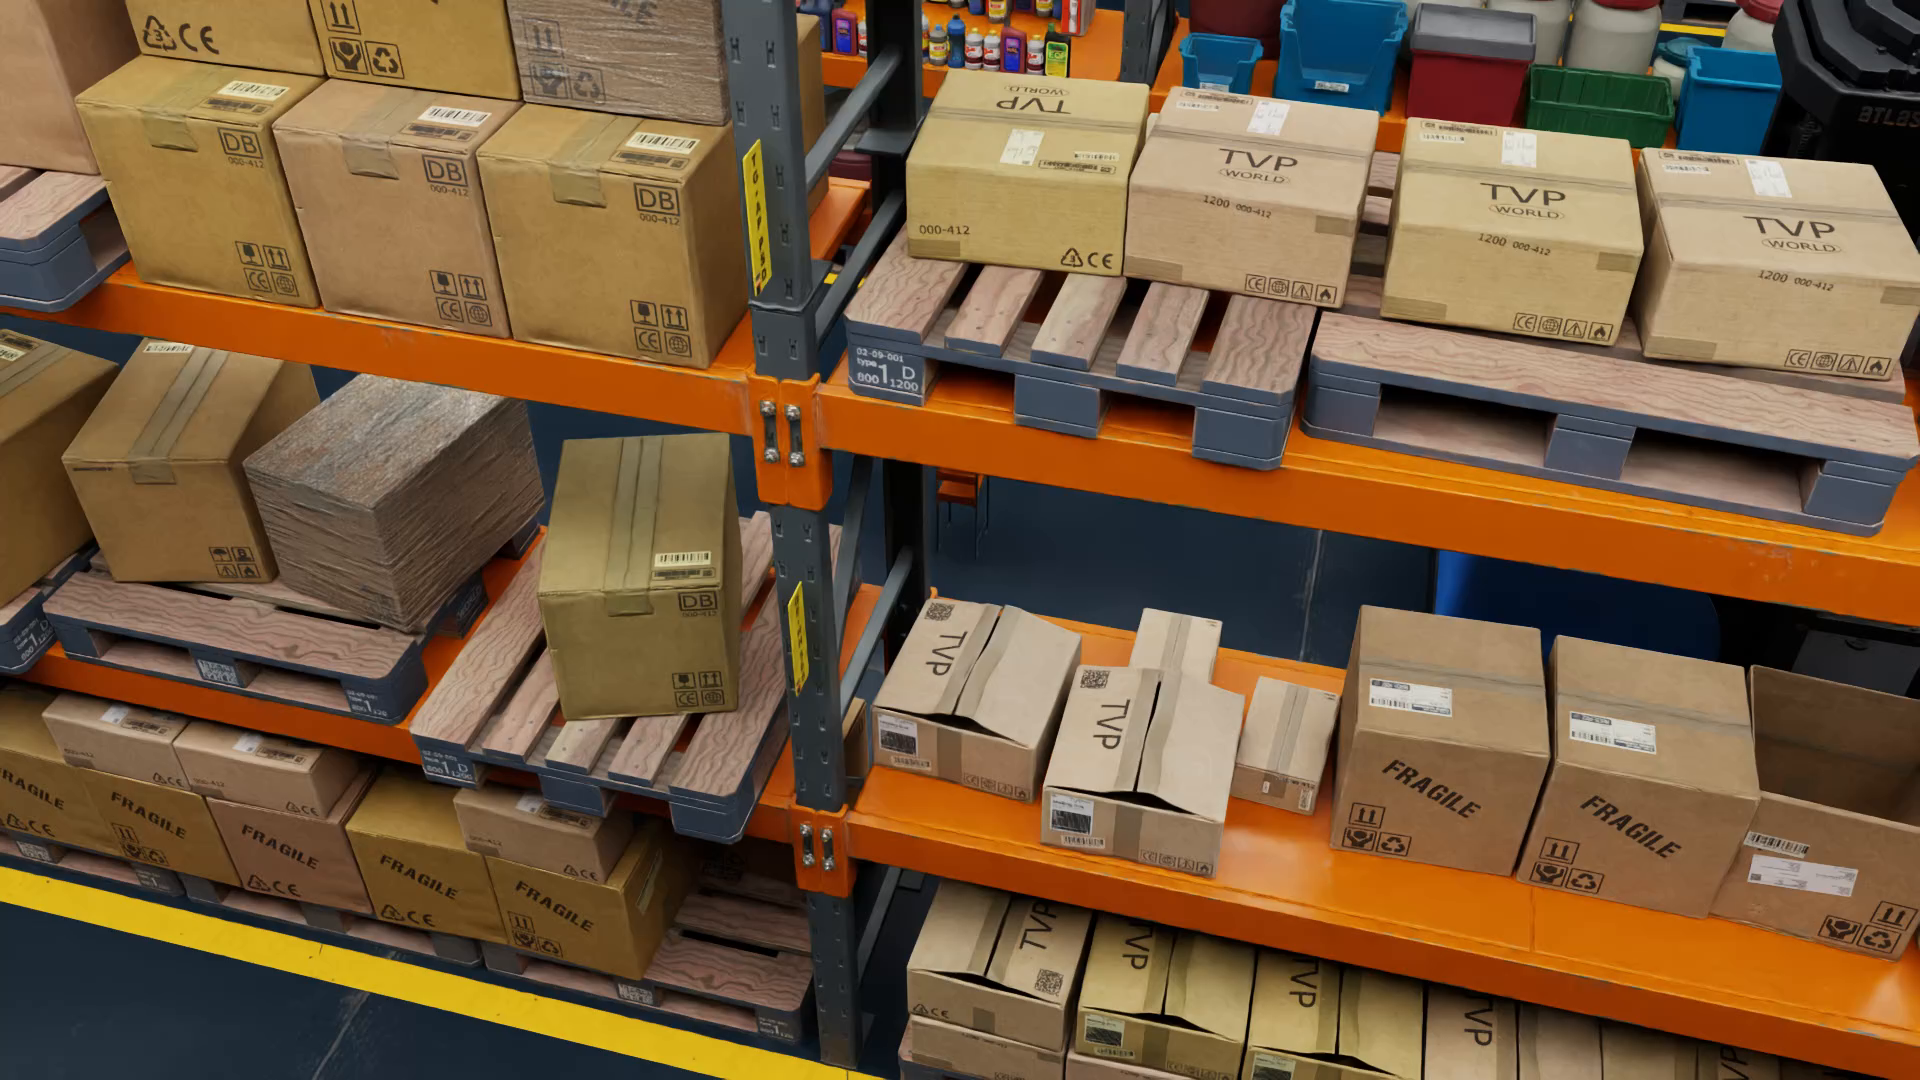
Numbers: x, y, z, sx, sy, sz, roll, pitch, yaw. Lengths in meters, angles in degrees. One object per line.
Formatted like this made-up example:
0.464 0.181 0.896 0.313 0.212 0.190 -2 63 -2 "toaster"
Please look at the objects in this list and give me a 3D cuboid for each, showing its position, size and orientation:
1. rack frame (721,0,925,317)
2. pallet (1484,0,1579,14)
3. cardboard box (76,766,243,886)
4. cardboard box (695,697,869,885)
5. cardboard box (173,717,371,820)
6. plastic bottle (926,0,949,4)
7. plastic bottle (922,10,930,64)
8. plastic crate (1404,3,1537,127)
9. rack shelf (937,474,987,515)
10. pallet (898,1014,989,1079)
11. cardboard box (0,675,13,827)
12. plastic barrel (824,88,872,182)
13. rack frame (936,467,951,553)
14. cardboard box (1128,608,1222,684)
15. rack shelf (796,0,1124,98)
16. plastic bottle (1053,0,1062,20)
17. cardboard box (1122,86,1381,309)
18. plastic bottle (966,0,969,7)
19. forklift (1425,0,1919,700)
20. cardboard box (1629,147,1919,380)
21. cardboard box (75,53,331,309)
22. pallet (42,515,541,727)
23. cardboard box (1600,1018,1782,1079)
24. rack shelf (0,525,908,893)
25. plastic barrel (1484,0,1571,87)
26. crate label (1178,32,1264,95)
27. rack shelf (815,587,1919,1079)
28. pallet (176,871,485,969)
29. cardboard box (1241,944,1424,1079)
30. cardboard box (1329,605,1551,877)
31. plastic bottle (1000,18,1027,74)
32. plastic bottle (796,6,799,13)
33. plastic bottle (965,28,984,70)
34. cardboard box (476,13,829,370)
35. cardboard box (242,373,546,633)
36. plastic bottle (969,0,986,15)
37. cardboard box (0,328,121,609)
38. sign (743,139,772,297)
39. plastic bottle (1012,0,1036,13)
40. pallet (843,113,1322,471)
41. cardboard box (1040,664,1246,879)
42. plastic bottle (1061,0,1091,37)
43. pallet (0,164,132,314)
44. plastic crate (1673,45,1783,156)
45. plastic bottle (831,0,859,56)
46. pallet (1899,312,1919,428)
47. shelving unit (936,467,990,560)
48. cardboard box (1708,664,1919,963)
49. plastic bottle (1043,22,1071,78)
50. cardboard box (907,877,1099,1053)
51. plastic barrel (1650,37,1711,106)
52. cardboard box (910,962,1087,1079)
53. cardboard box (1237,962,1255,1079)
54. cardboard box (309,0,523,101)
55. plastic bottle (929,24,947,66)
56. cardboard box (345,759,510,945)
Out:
-0.284 -1.966 3.119 0.127 3.000 1.000 10 41 11 "rack frame"
4.209 -4.420 12.874 1.213 0.211 1.003 10 41 11 "pallet"
-2.745 0.856 6.025 0.500 0.500 0.500 10 41 12 "cardboard box"
-0.650 0.866 6.012 0.500 0.500 0.500 11 41 13 "cardboard box"
-2.293 0.649 5.688 0.500 0.250 0.500 9 41 11 "cardboard box"
-0.122 -3.140 9.271 0.133 0.283 0.061 10 41 11 "plastic bottle"
-0.207 -2.632 8.677 0.097 0.271 0.097 0 40 0 "plastic bottle"
2.482 -2.312 8.145 0.583 0.464 0.402 10 41 11 "plastic crate"
0.014 -0.239 7.569 0.180 0.103 0.258 10 41 11 "rack shelf"
0.501 1.560 5.753 1.213 0.211 1.003 10 41 11 "pallet"
-3.744 0.686 6.226 0.500 0.500 0.500 8 41 9 "cardboard box"
-0.568 -2.242 9.660 0.708 0.588 0.600 10 41 11 "plastic barrel"
-0.074 -0.472 7.404 0.006 1.200 0.240 10 41 11 "rack frame"
0.656 0.405 5.155 0.250 0.149 0.380 10 41 11 "cardboard box"
-0.932 -2.803 9.339 4.000 0.370 1.077 10 41 11 "rack shelf"
0.560 -3.006 9.121 0.097 0.271 0.097 0 40 0 "plastic bottle"
0.680 -0.805 3.858 0.500 0.250 0.500 11 41 13 "cardboard box"
0.101 -3.101 9.226 0.133 0.283 0.061 10 41 11 "plastic bottle"
3.509 -0.518 6.112 3.031 2.935 1.130 10 41 11 "forklift"
1.749 -0.612 3.629 0.500 0.250 0.500 7 40 8 "cardboard box"
-1.710 -1.079 4.317 0.500 0.500 0.910 10 41 11 "cardboard box"
-2.164 0.084 5.491 1.213 0.211 1.003 10 41 11 "pallet"
2.129 1.617 4.892 0.500 0.311 0.500 10 41 11 "cardboard box"
-2.216 0.274 5.675 4.000 0.370 1.077 10 41 11 "rack shelf"
2.869 -2.622 8.459 0.433 0.535 0.433 0 40 0 "plastic barrel"
1.310 -2.379 8.405 0.416 0.233 0.303 10 41 11 "crate label"
1.648 0.939 4.884 4.000 0.370 1.077 10 41 11 "rack shelf"
-2.171 1.047 6.364 1.213 0.211 1.003 10 41 11 "pallet"
1.147 1.446 5.096 0.500 0.311 0.500 9 41 10 "cardboard box"
1.341 0.561 4.696 0.500 0.500 0.500 8 41 9 "cardboard box"
0.276 -2.542 8.559 0.133 0.283 0.061 10 41 11 "plastic bottle"
-0.913 -2.746 8.803 0.133 0.283 0.061 10 41 11 "plastic bottle"
0.075 -2.557 8.641 0.097 0.201 0.097 0 40 0 "plastic bottle"
-0.715 -0.908 4.113 0.500 0.500 0.910 10 41 11 "cardboard box"
-1.756 -0.174 5.245 0.500 0.500 0.700 17 43 20 "cardboard box"
0.098 -3.045 9.168 0.097 0.271 0.097 0 40 0 "plastic bottle"
-3.068 -0.241 5.324 0.500 0.500 0.700 16 43 18 "cardboard box"
-0.427 -0.679 3.516 0.005 0.325 0.100 10 41 11 "sign"
0.359 -3.057 9.173 0.133 0.283 0.061 10 41 11 "plastic bottle"
0.394 -0.688 4.076 1.003 0.211 1.213 12 41 13 "pallet"
0.530 0.634 4.757 0.500 0.311 0.500 9 41 11 "cardboard box"
0.626 -2.877 8.964 0.135 0.276 0.152 10 41 11 "plastic bottle"
-2.534 -1.088 4.552 1.003 0.211 1.213 10 41 11 "pallet"
3.718 -2.065 7.913 0.575 0.384 0.392 10 41 11 "plastic crate"
-0.606 -2.693 8.740 0.133 0.283 0.061 10 41 11 "plastic bottle"
2.724 -0.218 3.518 1.217 0.209 0.805 8 41 10 "pallet"
0.014 -0.457 7.386 0.189 1.200 0.258 10 41 11 "shelving unit"
2.333 0.732 4.493 0.500 0.500 0.500 13 42 15 "cardboard box"
0.499 -2.503 8.514 0.133 0.283 0.061 10 41 11 "plastic bottle"
0.146 1.278 5.296 0.500 0.311 0.500 11 41 13 "cardboard box"
3.625 -2.343 8.340 0.301 0.262 0.301 0 40 0 "plastic barrel"
0.146 1.493 5.477 0.500 0.250 0.500 10 41 11 "cardboard box"
1.135 1.658 5.279 0.500 0.250 0.500 9 41 10 "cardboard box"
-1.197 -1.400 3.922 0.500 0.500 0.500 10 41 11 "cardboard box"
-0.113 -2.589 8.680 0.097 0.201 0.097 0 40 0 "plastic bottle"
-1.748 1.024 5.825 0.500 0.500 0.500 8 41 10 "cardboard box"
